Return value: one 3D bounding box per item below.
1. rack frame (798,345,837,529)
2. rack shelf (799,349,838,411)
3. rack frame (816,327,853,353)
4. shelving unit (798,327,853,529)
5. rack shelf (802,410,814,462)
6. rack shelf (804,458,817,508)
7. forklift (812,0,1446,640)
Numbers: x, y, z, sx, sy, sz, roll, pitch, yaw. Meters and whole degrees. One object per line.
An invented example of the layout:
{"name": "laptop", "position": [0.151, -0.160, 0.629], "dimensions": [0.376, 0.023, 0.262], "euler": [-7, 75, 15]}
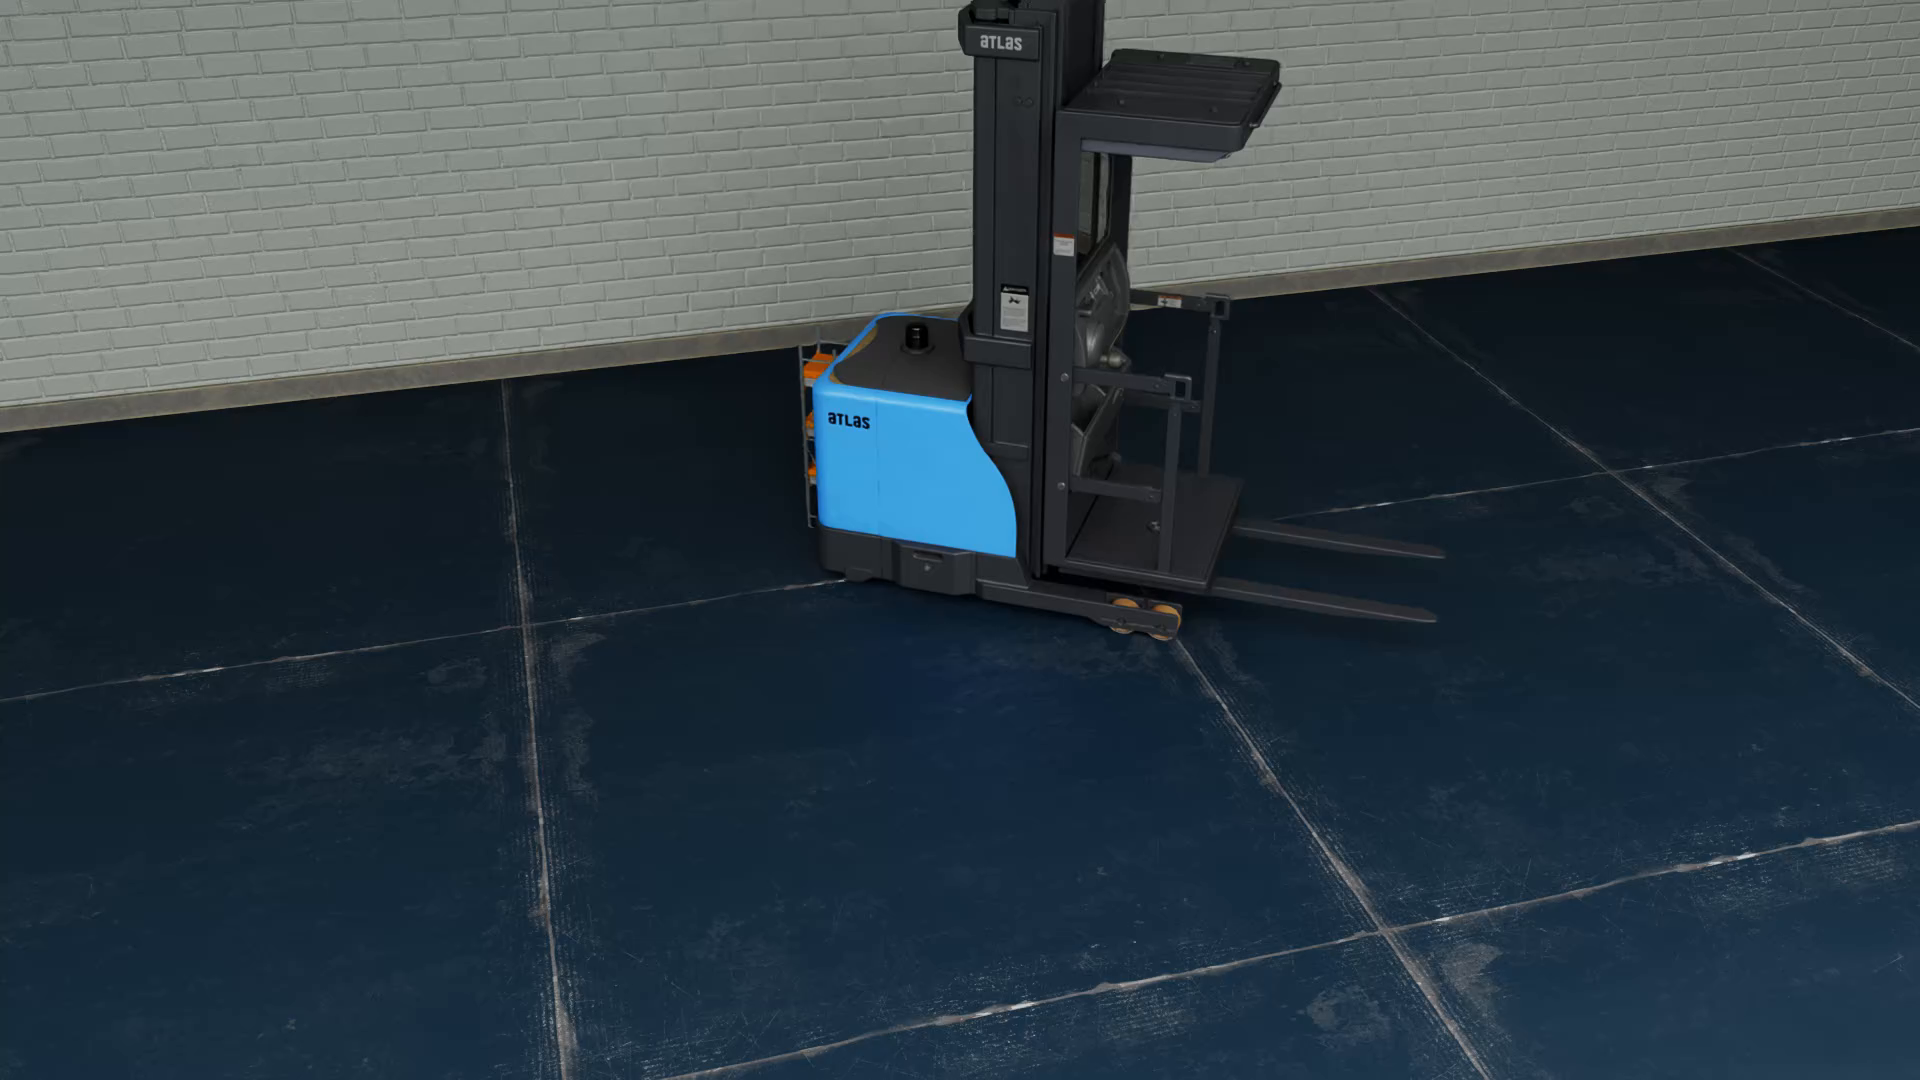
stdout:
{"name": "rack frame", "position": [-0.714, -0.508, 8.579], "dimensions": [0.200, 1.050, 0.008], "euler": [9, 31, 15]}
{"name": "rack shelf", "position": [-0.678, -0.803, 8.543], "dimensions": [0.215, 0.259, 0.240], "euler": [9, 31, 15]}
{"name": "rack frame", "position": [-0.643, -0.625, 8.781], "dimensions": [0.200, 1.050, 0.008], "euler": [9, 31, 15]}
{"name": "shelving unit", "position": [-0.678, -0.566, 8.680], "dimensions": [0.215, 1.050, 0.252], "euler": [9, 31, 15]}
{"name": "rack shelf", "position": [-0.678, -0.557, 8.685], "dimensions": [0.215, 0.259, 0.240], "euler": [9, 31, 15]}
{"name": "rack shelf", "position": [-0.678, -0.316, 8.825], "dimensions": [0.215, 0.259, 0.240], "euler": [9, 31, 15]}
{"name": "forklift", "position": [0.853, -1.089, 7.706], "dimensions": [3.031, 2.935, 1.130], "euler": [9, 31, 15]}
